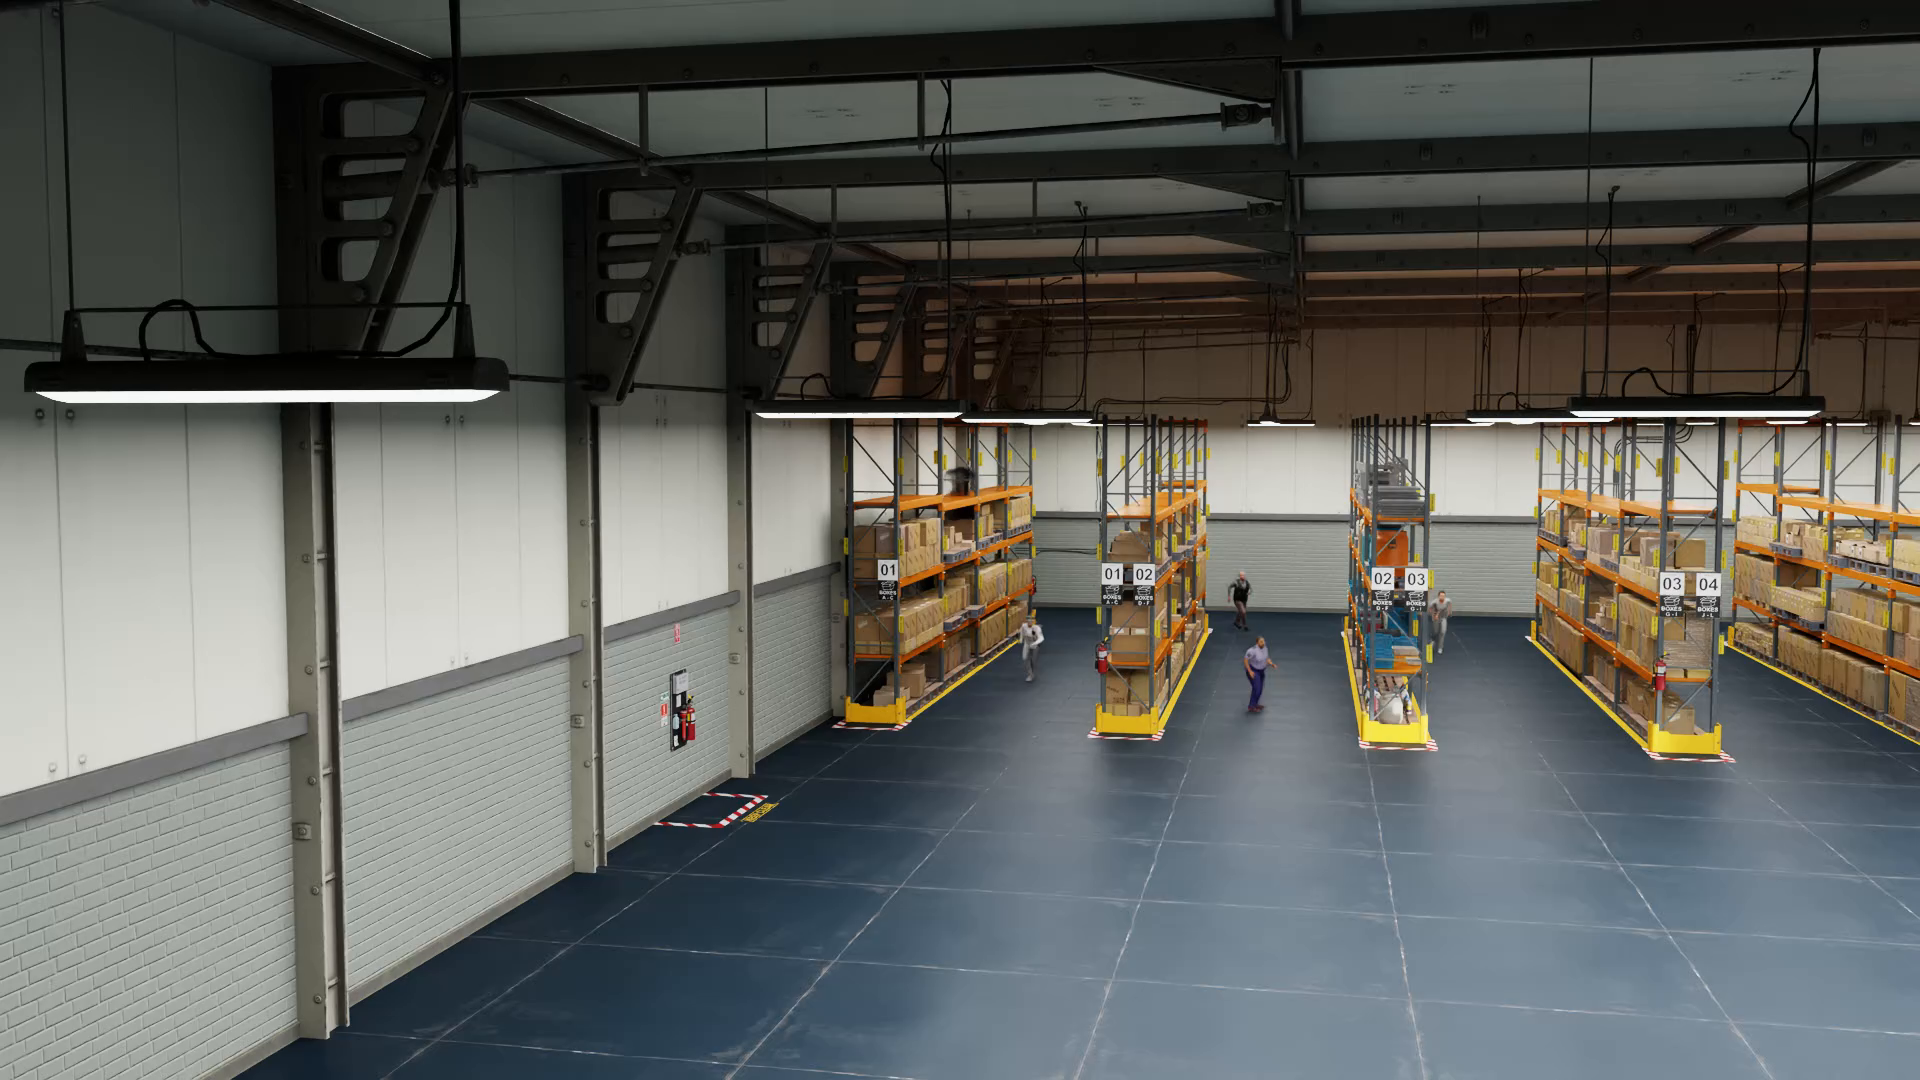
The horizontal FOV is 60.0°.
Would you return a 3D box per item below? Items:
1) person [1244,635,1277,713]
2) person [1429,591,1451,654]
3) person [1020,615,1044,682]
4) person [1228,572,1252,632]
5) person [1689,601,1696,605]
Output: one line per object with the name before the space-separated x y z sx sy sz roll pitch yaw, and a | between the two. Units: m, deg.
person | 6.072 2.718 33.789 0.673 1.579 0.767 -3 5 -42
person | 12.352 2.082 42.934 0.592 1.625 0.997 0 4 -4
person | 1.648 2.443 37.926 0.622 1.481 0.998 1 4 14
person | 7.935 1.730 47.182 0.644 1.702 0.881 -2 4 -26
person | 19.523 2.004 44.414 0.593 1.562 0.539 4 5 44
